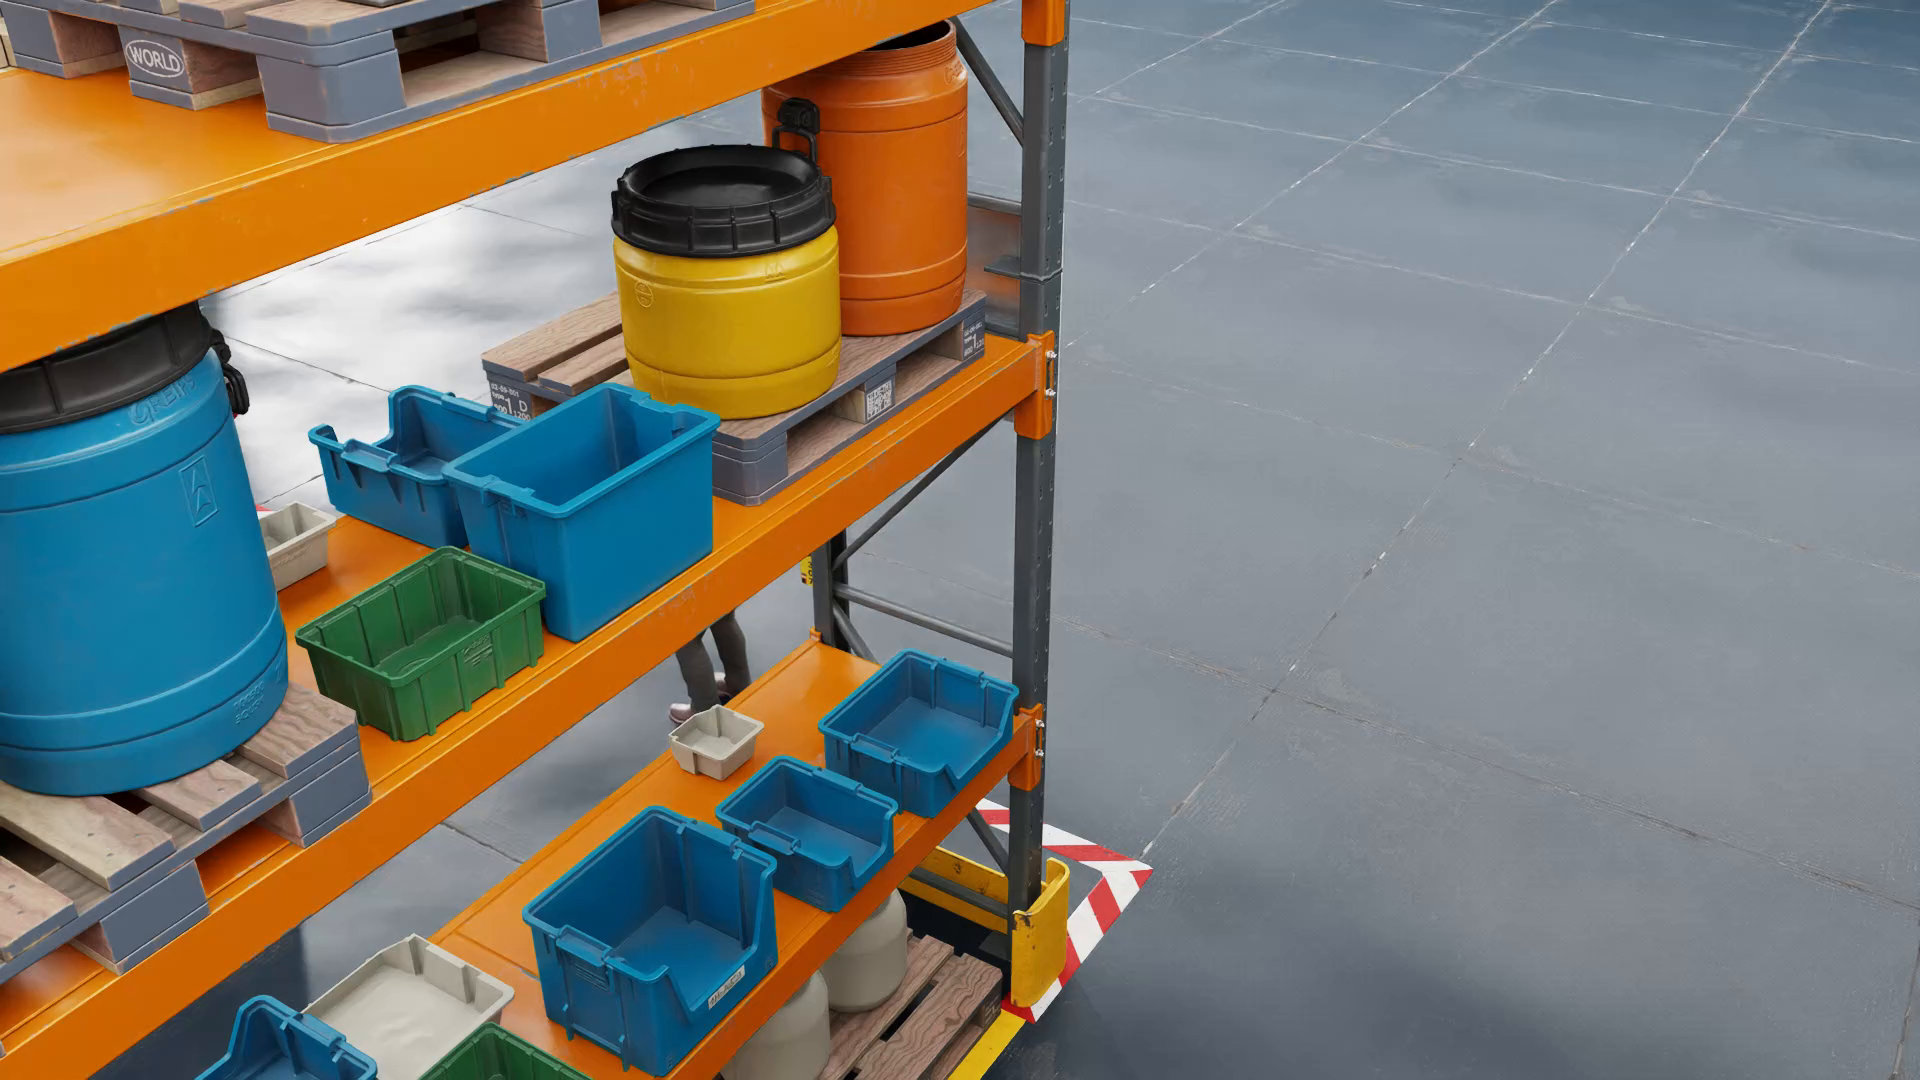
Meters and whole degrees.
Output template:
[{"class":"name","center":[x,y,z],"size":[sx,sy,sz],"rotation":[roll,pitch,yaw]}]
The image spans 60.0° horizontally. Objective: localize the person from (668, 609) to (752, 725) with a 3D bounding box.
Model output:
[{"class":"person","center":[-1.241,0.148,7.938],"size":[0.351,1.653,0.527],"rotation":[16,34,24]}]
